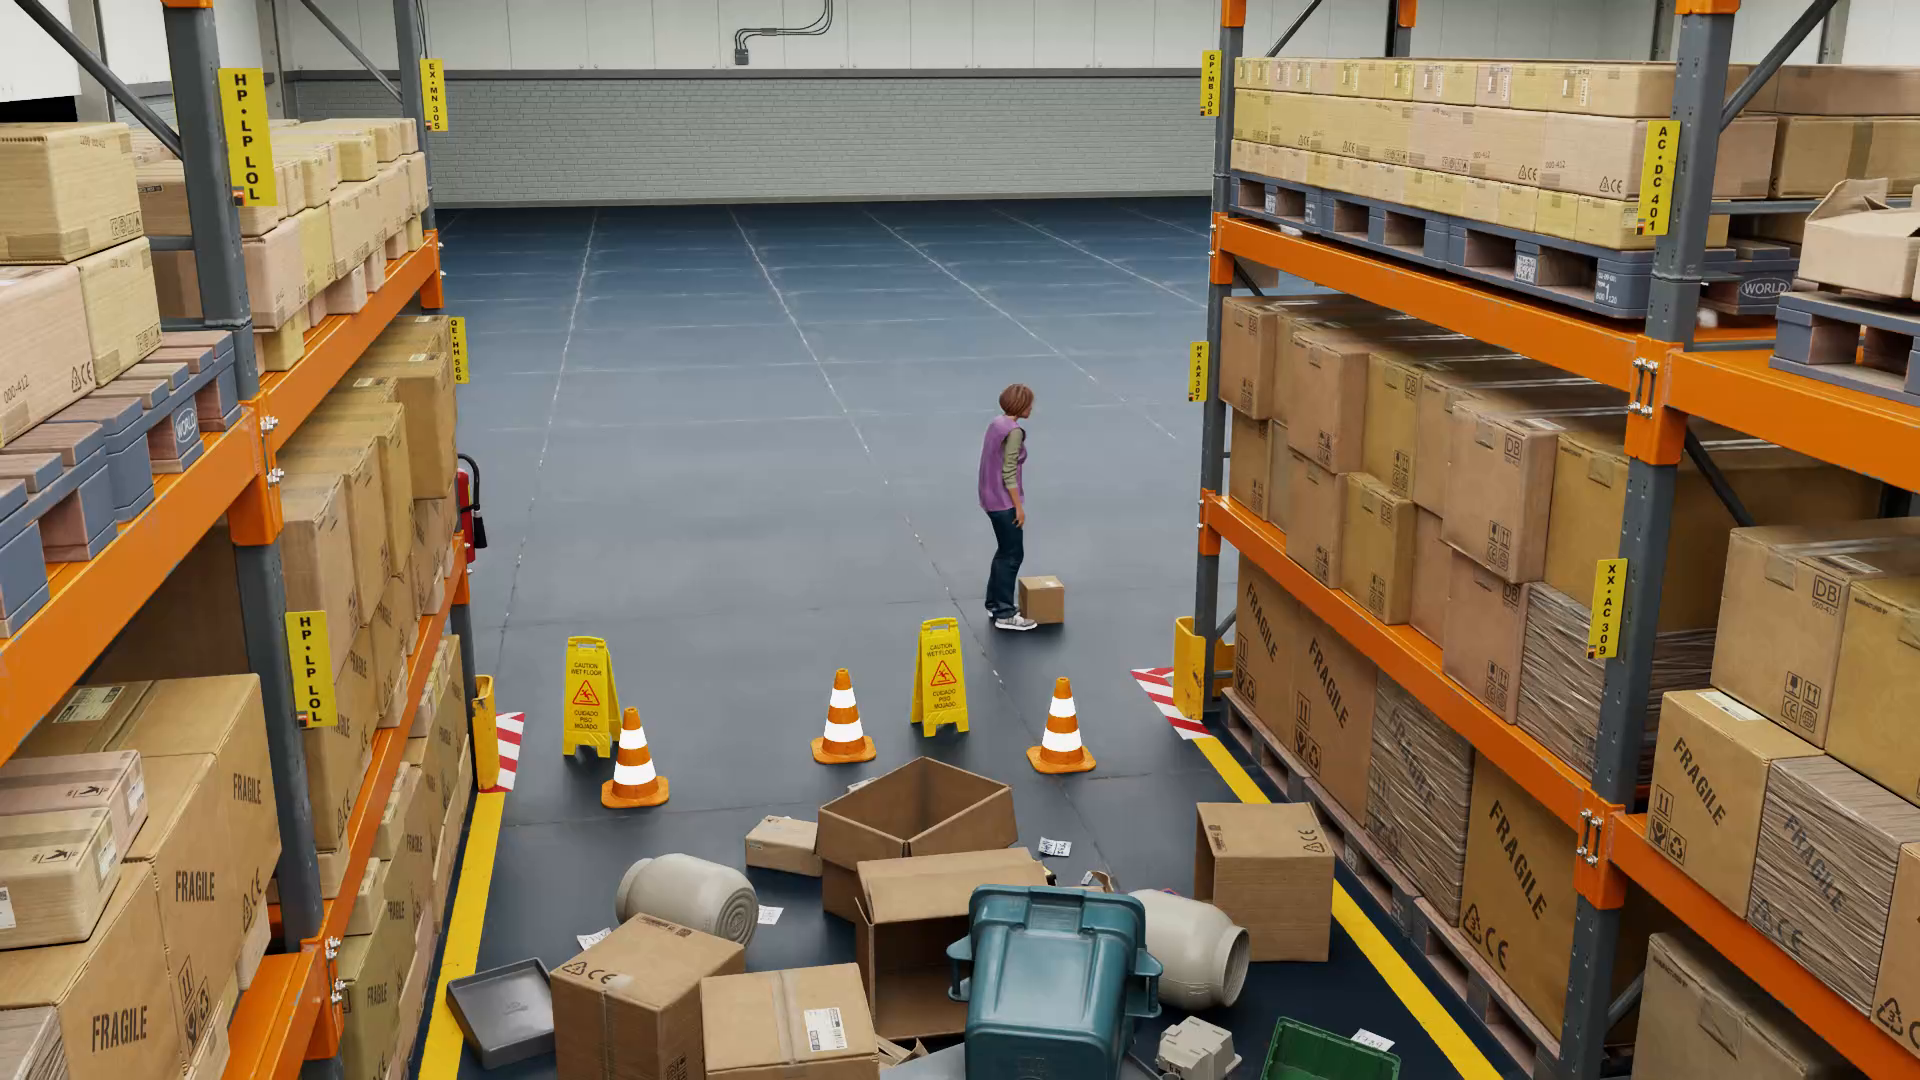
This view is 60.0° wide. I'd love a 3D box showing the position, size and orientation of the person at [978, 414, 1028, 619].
[{"bbox_3d":[0.279,-0.164,10.842,0.292,1.328,0.464,-3,17,-11],"label":"person"}]
